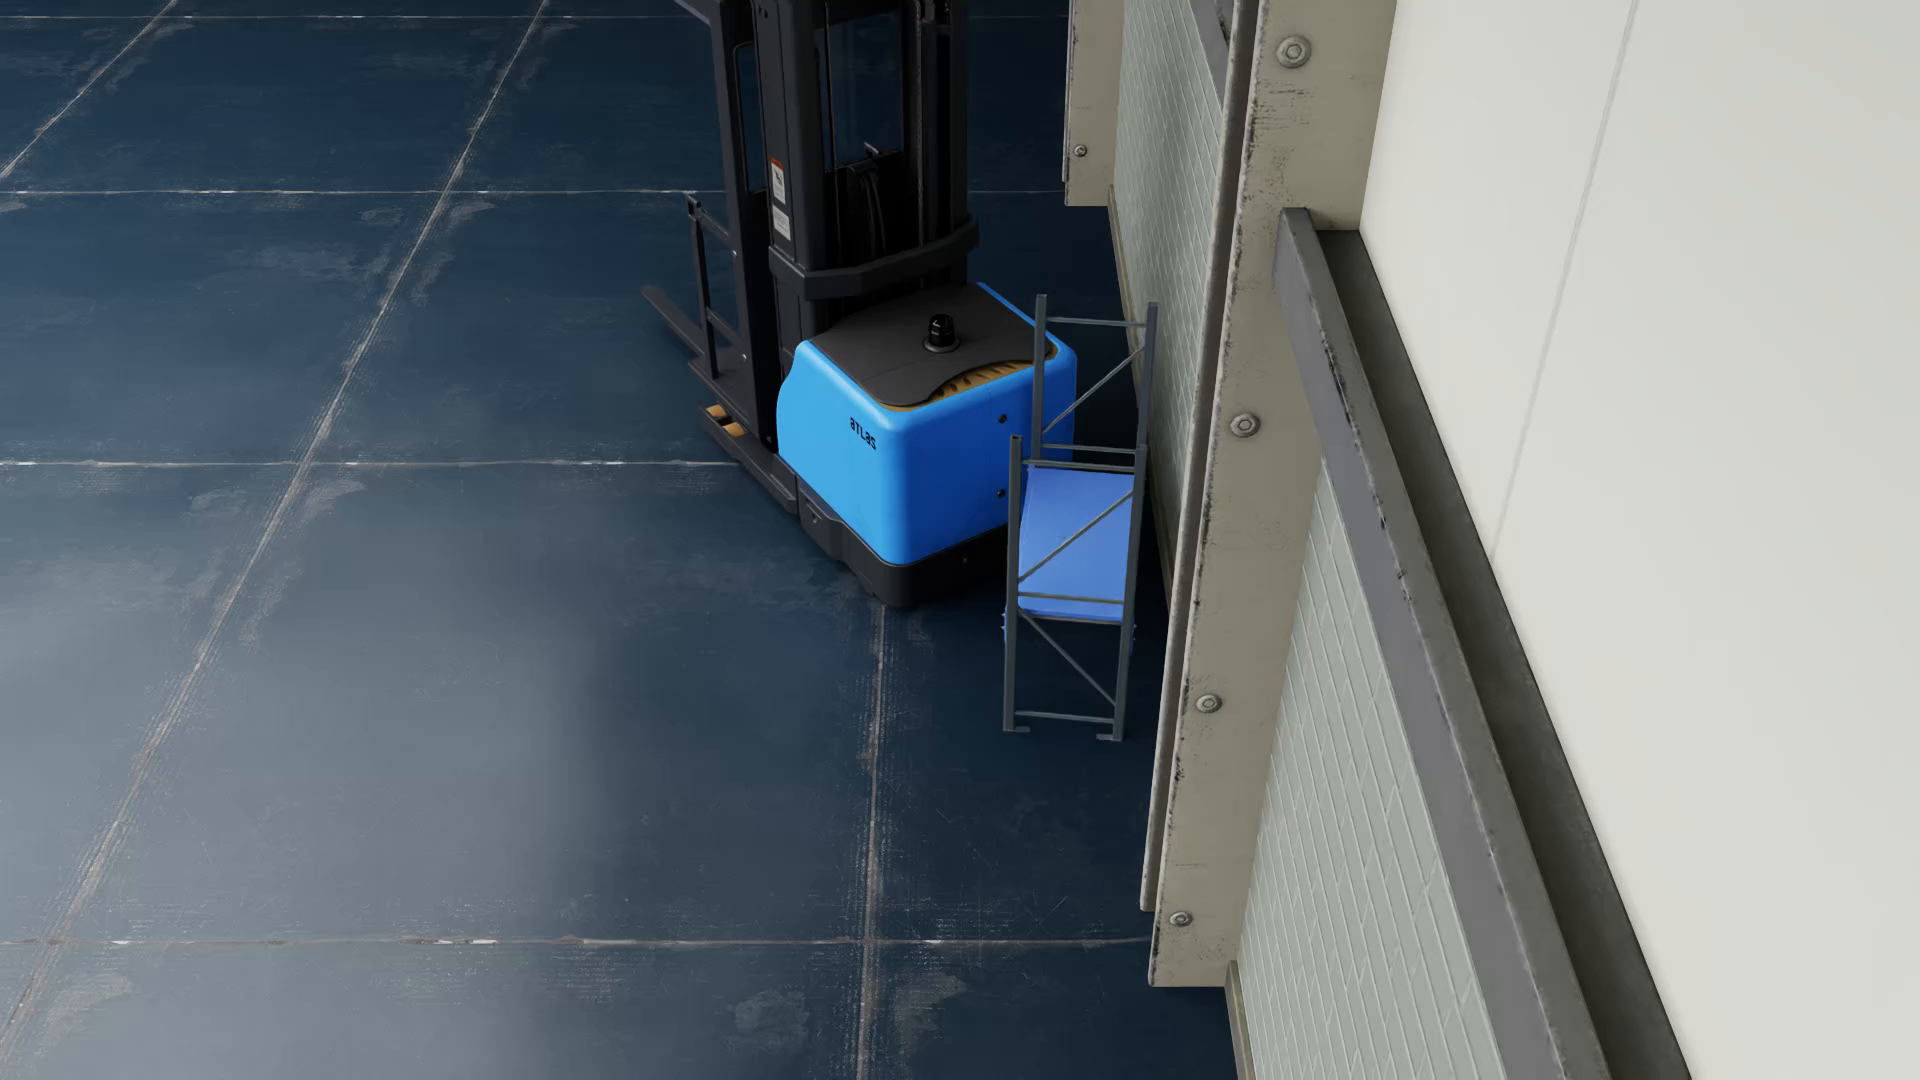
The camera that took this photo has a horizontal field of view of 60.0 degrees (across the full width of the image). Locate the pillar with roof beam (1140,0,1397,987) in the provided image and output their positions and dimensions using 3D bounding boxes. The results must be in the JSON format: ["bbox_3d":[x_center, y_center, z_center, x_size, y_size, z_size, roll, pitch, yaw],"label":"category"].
[{"bbox_3d":[-3.469,-2.025,3.327,9.100,9.000,0.400,0,39,0],"label":"pillar with roof beam"}]

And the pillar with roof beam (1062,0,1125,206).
[{"bbox_3d":[-3.476,-5.777,8.009,9.100,9.000,0.400,0,39,0],"label":"pillar with roof beam"}]

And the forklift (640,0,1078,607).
[{"bbox_3d":[-0.698,-1.727,7.807,1.130,2.935,3.031,-23,44,-26],"label":"forklift"}]

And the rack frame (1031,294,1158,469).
[{"bbox_3d":[0.563,-0.400,7.295,0.500,1.500,0.032,5,39,6],"label":"rack frame"}]

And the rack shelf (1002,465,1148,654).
[{"bbox_3d":[0.498,0.056,7.014,0.538,0.185,1.000,5,39,6],"label":"rack shelf"}]

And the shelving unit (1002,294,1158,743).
[{"bbox_3d":[0.498,-0.084,6.902,0.538,1.500,1.048,5,39,6],"label":"shelving unit"}]

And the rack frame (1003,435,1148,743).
[{"bbox_3d":[0.432,0.231,6.508,0.500,1.500,0.032,5,39,6],"label":"rack frame"}]
